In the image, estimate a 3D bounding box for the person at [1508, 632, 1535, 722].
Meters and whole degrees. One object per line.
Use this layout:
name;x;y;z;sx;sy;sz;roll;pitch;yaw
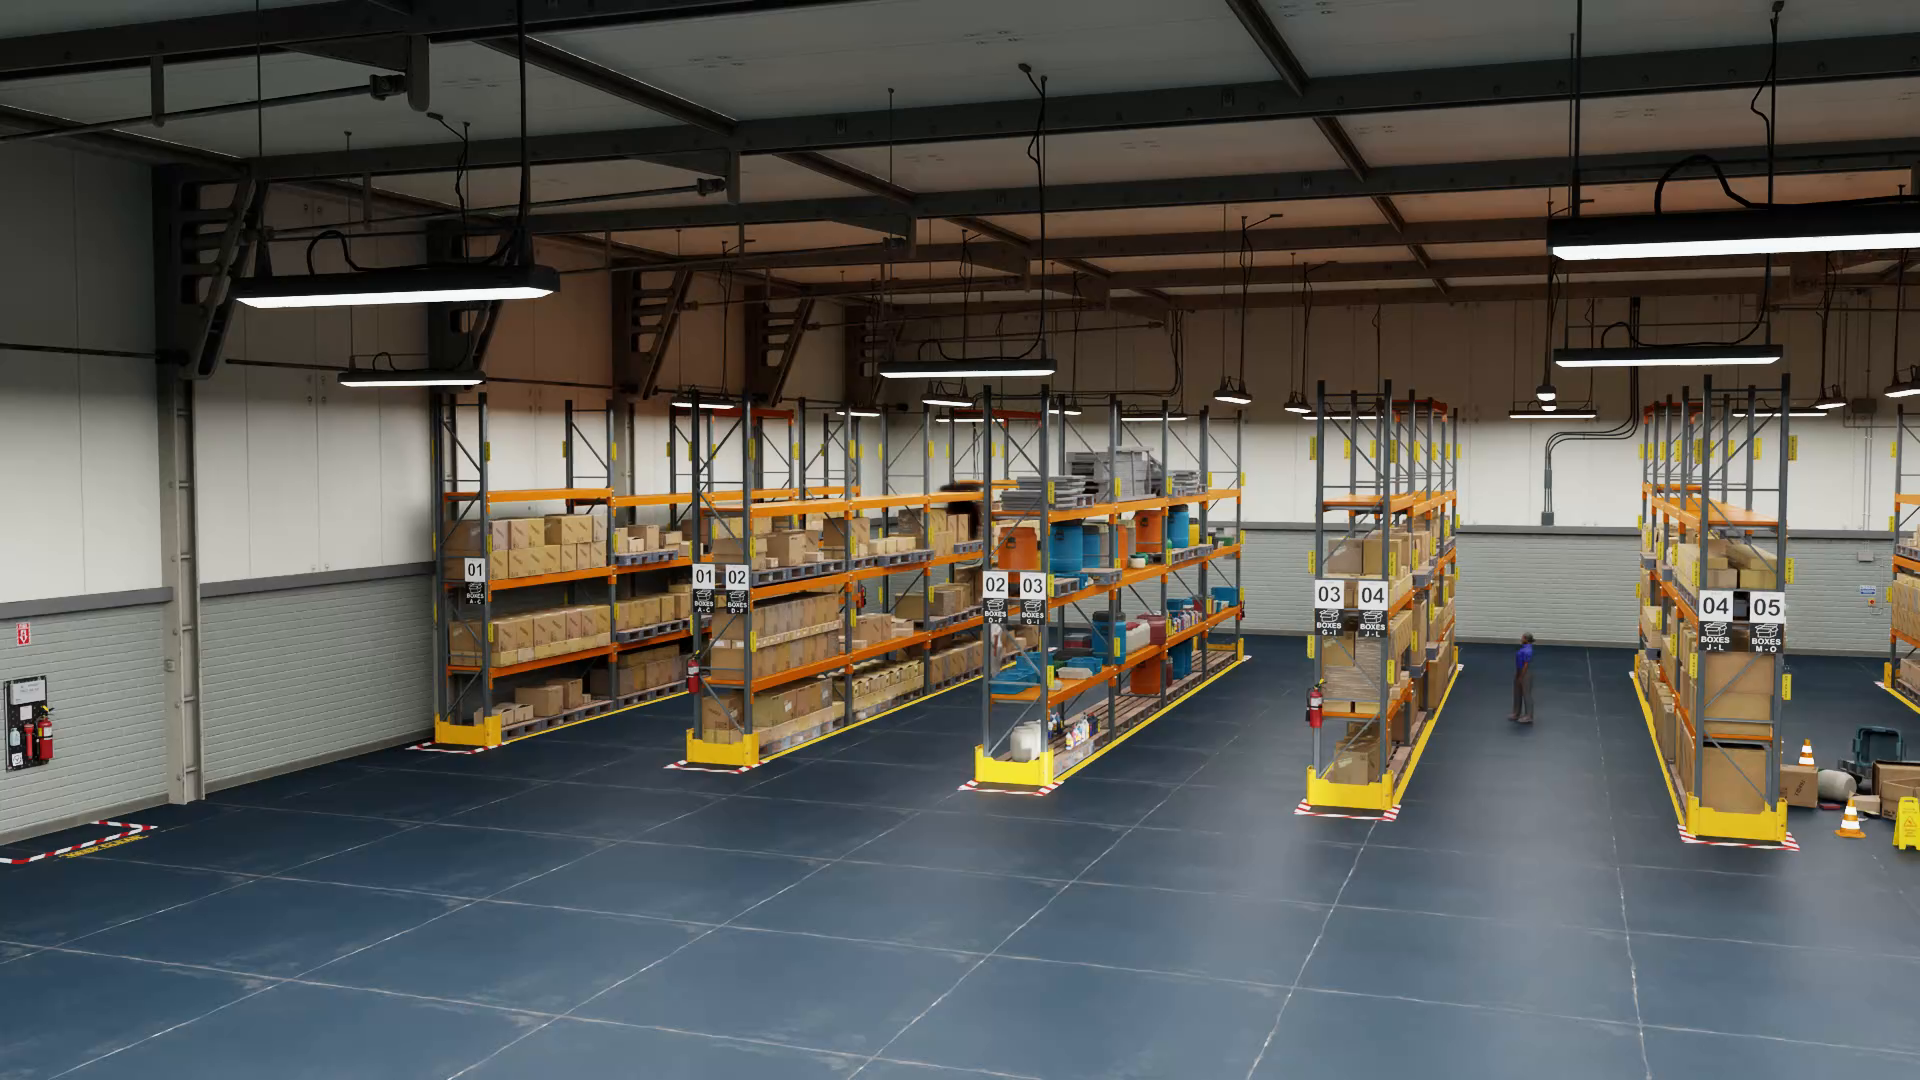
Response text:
person;10.435;2.536;30.874;0.429;1.641;0.508;0;3;-2

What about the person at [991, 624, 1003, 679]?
person;0.698;2.290;34.533;0.365;1.719;0.577;0;3;8
